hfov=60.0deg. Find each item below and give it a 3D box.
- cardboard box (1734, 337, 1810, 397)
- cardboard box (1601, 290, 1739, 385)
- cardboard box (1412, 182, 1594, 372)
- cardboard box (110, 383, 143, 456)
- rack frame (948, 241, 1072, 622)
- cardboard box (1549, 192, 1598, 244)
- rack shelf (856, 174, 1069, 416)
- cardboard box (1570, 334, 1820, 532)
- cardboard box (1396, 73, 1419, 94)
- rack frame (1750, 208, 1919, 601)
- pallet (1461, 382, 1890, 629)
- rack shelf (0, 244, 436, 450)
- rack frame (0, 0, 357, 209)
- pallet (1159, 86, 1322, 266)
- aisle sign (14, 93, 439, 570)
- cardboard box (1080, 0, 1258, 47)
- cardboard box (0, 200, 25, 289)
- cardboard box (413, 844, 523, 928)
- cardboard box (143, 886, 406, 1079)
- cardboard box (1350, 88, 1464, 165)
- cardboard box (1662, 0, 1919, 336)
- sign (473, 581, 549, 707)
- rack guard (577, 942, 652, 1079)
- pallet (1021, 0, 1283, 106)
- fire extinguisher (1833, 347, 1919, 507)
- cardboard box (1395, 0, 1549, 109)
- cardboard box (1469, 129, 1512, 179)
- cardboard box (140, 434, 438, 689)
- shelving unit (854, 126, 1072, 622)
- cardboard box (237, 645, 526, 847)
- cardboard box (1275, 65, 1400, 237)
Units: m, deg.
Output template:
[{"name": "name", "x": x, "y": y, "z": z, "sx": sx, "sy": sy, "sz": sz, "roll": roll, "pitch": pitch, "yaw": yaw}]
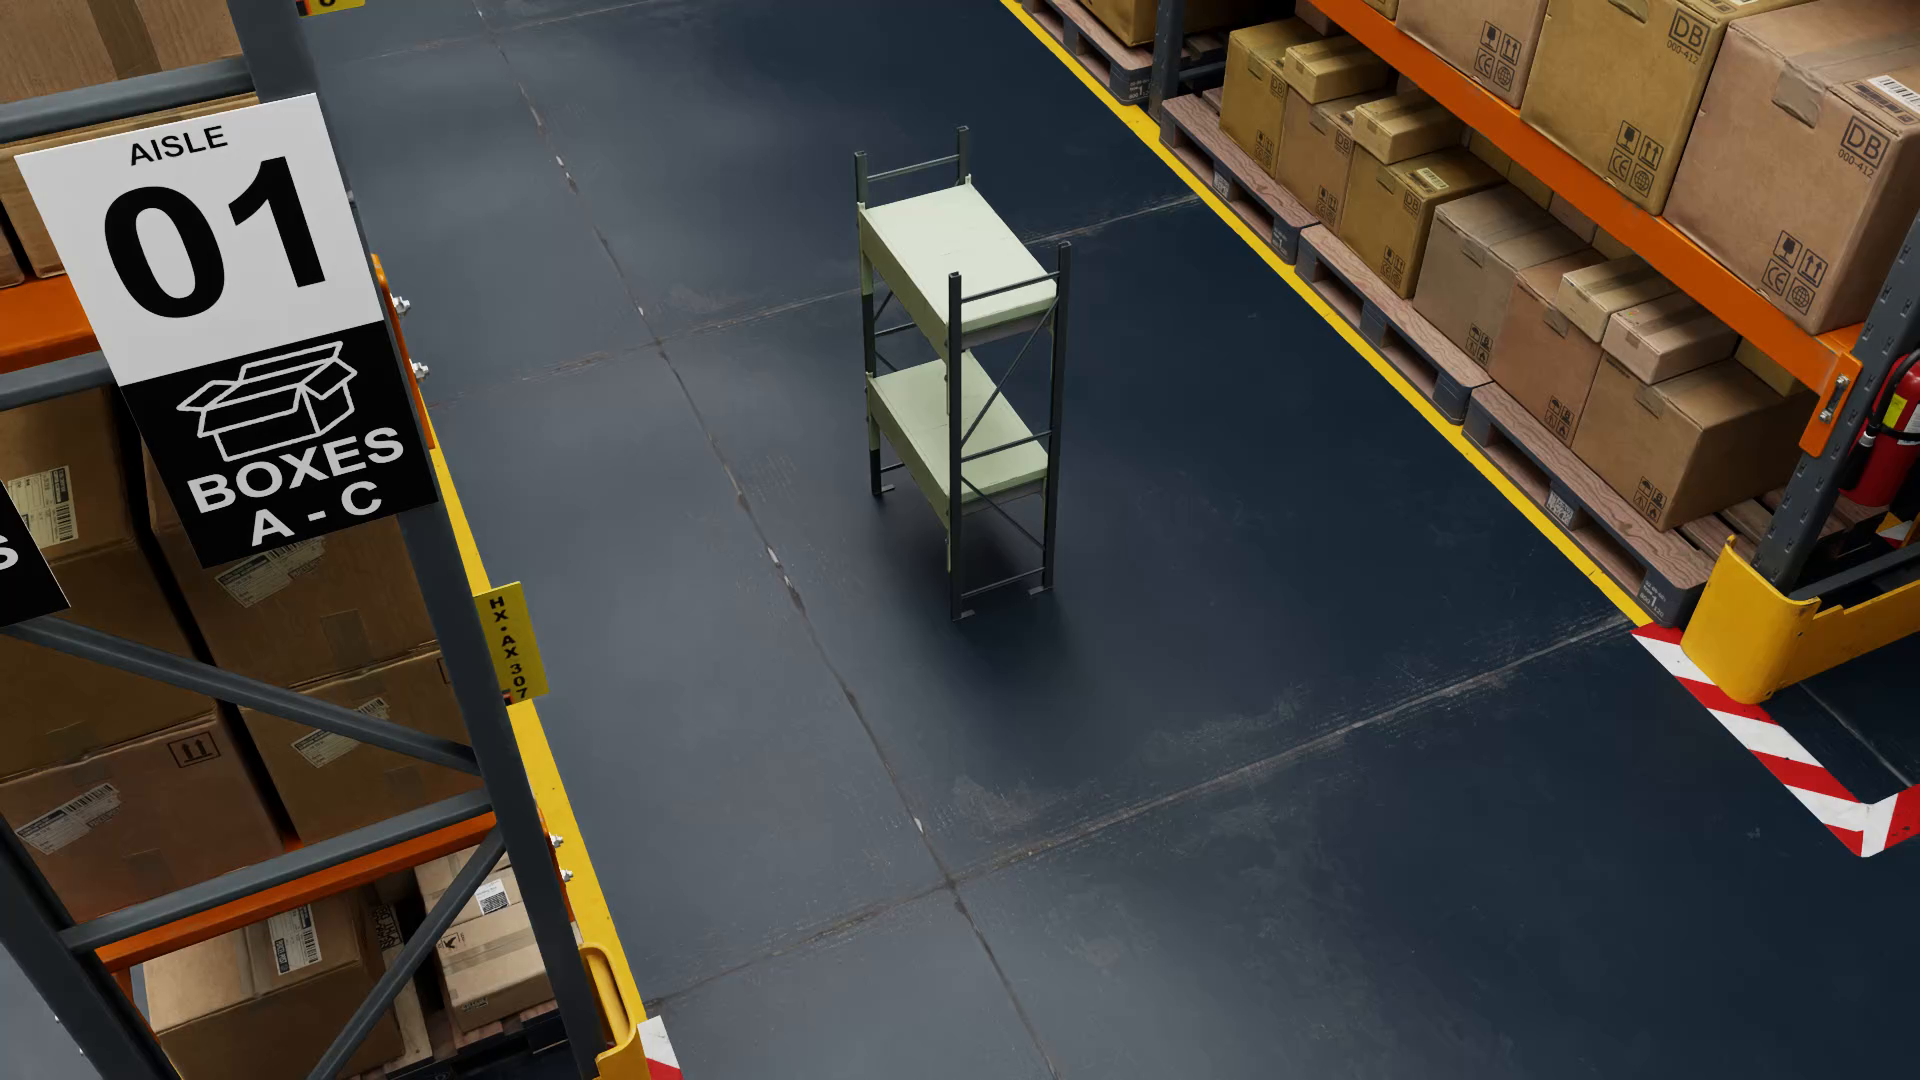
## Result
[{"name": "cardboard box", "x": 2.962, "y": -0.673, "z": 5.815, "sx": 0.380, "sy": 0.149, "sz": 0.250, "roll": -18, "pitch": 47, "yaw": -17}, {"name": "cardboard box", "x": 2.508, "y": -0.722, "z": 5.865, "sx": 0.380, "sy": 0.149, "sz": 0.250, "roll": -19, "pitch": 48, "yaw": -18}, {"name": "cardboard box", "x": 2.305, "y": -1.102, "z": 6.712, "sx": 0.700, "sy": 0.500, "sz": 0.500, "roll": -19, "pitch": 48, "yaw": -19}, {"name": "cardboard box", "x": -2.030, "y": -0.237, "z": 3.571, "sx": 0.500, "sy": 0.500, "sz": 0.500, "roll": -17, "pitch": 47, "yaw": -16}, {"name": "rack frame", "x": 0.151, "y": -0.305, "z": 5.491, "sx": 0.400, "sy": 1.500, "sz": 0.023, "roll": -18, "pitch": 47, "yaw": -17}, {"name": "cardboard box", "x": 2.535, "y": -1.317, "z": 6.468, "sx": 0.380, "sy": 0.149, "sz": 0.250, "roll": -17, "pitch": 47, "yaw": -17}, {"name": "rack shelf", "x": -0.003, "y": -0.816, "z": 5.453, "sx": 0.431, "sy": 0.370, "sz": 0.720, "roll": -18, "pitch": 47, "yaw": -17}, {"name": "cardboard box", "x": 2.727, "y": -0.463, "z": 6.064, "sx": 0.700, "sy": 0.500, "sz": 0.500, "roll": -18, "pitch": 47, "yaw": -17}, {"name": "cardboard box", "x": 2.106, "y": -1.968, "z": 7.127, "sx": 0.380, "sy": 0.149, "sz": 0.250, "roll": -19, "pitch": 48, "yaw": -19}, {"name": "rack frame", "x": 3.113, "y": -0.787, "z": 4.912, "sx": 1.000, "sy": 3.000, "sz": 0.127, "roll": -18, "pitch": 47, "yaw": -17}, {"name": "pallet", "x": 2.705, "y": -0.280, "z": 6.384, "sx": 1.003, "sy": 0.211, "sz": 1.213, "roll": -18, "pitch": 47, "yaw": -17}, {"name": "rack shelf", "x": -2.221, "y": -1.407, "z": 3.917, "sx": 1.077, "sy": 0.370, "sz": 4.000, "roll": -18, "pitch": 47, "yaw": -17}, {"name": "rack frame", "x": -1.380, "y": -1.457, "z": 1.319, "sx": 1.000, "sy": 3.000, "sz": 0.127, "roll": -18, "pitch": 47, "yaw": -17}, {"name": "pallet", "x": 1.679, "y": -1.835, "z": 7.960, "sx": 1.003, "sy": 0.211, "sz": 1.213, "roll": -18, "pitch": 47, "yaw": -17}, {"name": "aisle sign", "x": -1.085, "y": -0.290, "z": 2.557, "sx": 0.394, "sy": 0.787, "sz": 0.004, "roll": -18, "pitch": 47, "yaw": -17}, {"name": "cardboard box", "x": 1.039, "y": -3.096, "z": 8.483, "sx": 0.750, "sy": 0.750, "sz": 0.750, "roll": -18, "pitch": 47, "yaw": -17}, {"name": "cardboard box", "x": -1.836, "y": -0.585, "z": 2.679, "sx": 0.500, "sy": 0.250, "sz": 0.500, "roll": -18, "pitch": 47, "yaw": -17}, {"name": "cardboard box", "x": -1.350, "y": 1.003, "z": 4.802, "sx": 0.380, "sy": 0.166, "sz": 0.250, "roll": -18, "pitch": 47, "yaw": -17}, {"name": "cardboard box", "x": -1.832, "y": 1.138, "z": 4.427, "sx": 0.500, "sy": 0.500, "sz": 0.500, "roll": -18, "pitch": 47, "yaw": -17}, {"name": "cardboard box", "x": 1.850, "y": -1.715, "z": 6.871, "sx": 0.380, "sy": 0.149, "sz": 0.250, "roll": -19, "pitch": 48, "yaw": -19}, {"name": "cardboard box", "x": 2.889, "y": -1.215, "z": 5.133, "sx": 0.980, "sy": 0.700, "sz": 0.700, "roll": -16, "pitch": 47, "yaw": -16}, {"name": "sign", "x": -0.888, "y": 0.210, "z": 3.285, "sx": 0.100, "sy": 0.325, "sz": 0.005, "roll": -18, "pitch": 47, "yaw": -17}, {"name": "rack guard", "x": -1.412, "y": 1.520, "z": 4.354, "sx": 1.175, "sy": 0.500, "sz": 0.348, "roll": -18, "pitch": 47, "yaw": -17}, {"name": "pallet", "x": 1.038, "y": -2.813, "z": 8.950, "sx": 1.003, "sy": 0.211, "sz": 1.213, "roll": -18, "pitch": 47, "yaw": -17}, {"name": "fire extinguisher", "x": 2.757, "y": -0.394, "z": 4.834, "sx": 0.296, "sy": 0.674, "sz": 0.183, "roll": -18, "pitch": 47, "yaw": -17}, {"name": "cardboard box", "x": 2.261, "y": -2.164, "z": 6.094, "sx": 0.980, "sy": 0.700, "sz": 0.700, "roll": -20, "pitch": 48, "yaw": -19}, {"name": "cardboard box", "x": 2.321, "y": -1.642, "z": 6.797, "sx": 0.380, "sy": 0.149, "sz": 0.250, "roll": -19, "pitch": 48, "yaw": -18}, {"name": "cardboard box", "x": -1.328, "y": -0.073, "z": 3.406, "sx": 0.500, "sy": 0.500, "sz": 0.500, "roll": -17, "pitch": 47, "yaw": -16}, {"name": "shelving unit", "x": -0.003, "y": -0.538, "z": 5.728, "sx": 0.431, "sy": 1.500, "sz": 0.755, "roll": -18, "pitch": 47, "yaw": -17}, {"name": "cardboard box", "x": -1.328, "y": 0.282, "z": 3.757, "sx": 0.500, "sy": 0.500, "sz": 0.500, "roll": -17, "pitch": 47, "yaw": -17}, {"name": "cardboard box", "x": 1.860, "y": -1.767, "z": 7.386, "sx": 0.700, "sy": 0.500, "sz": 0.500, "roll": -18, "pitch": 48, "yaw": -18}]
